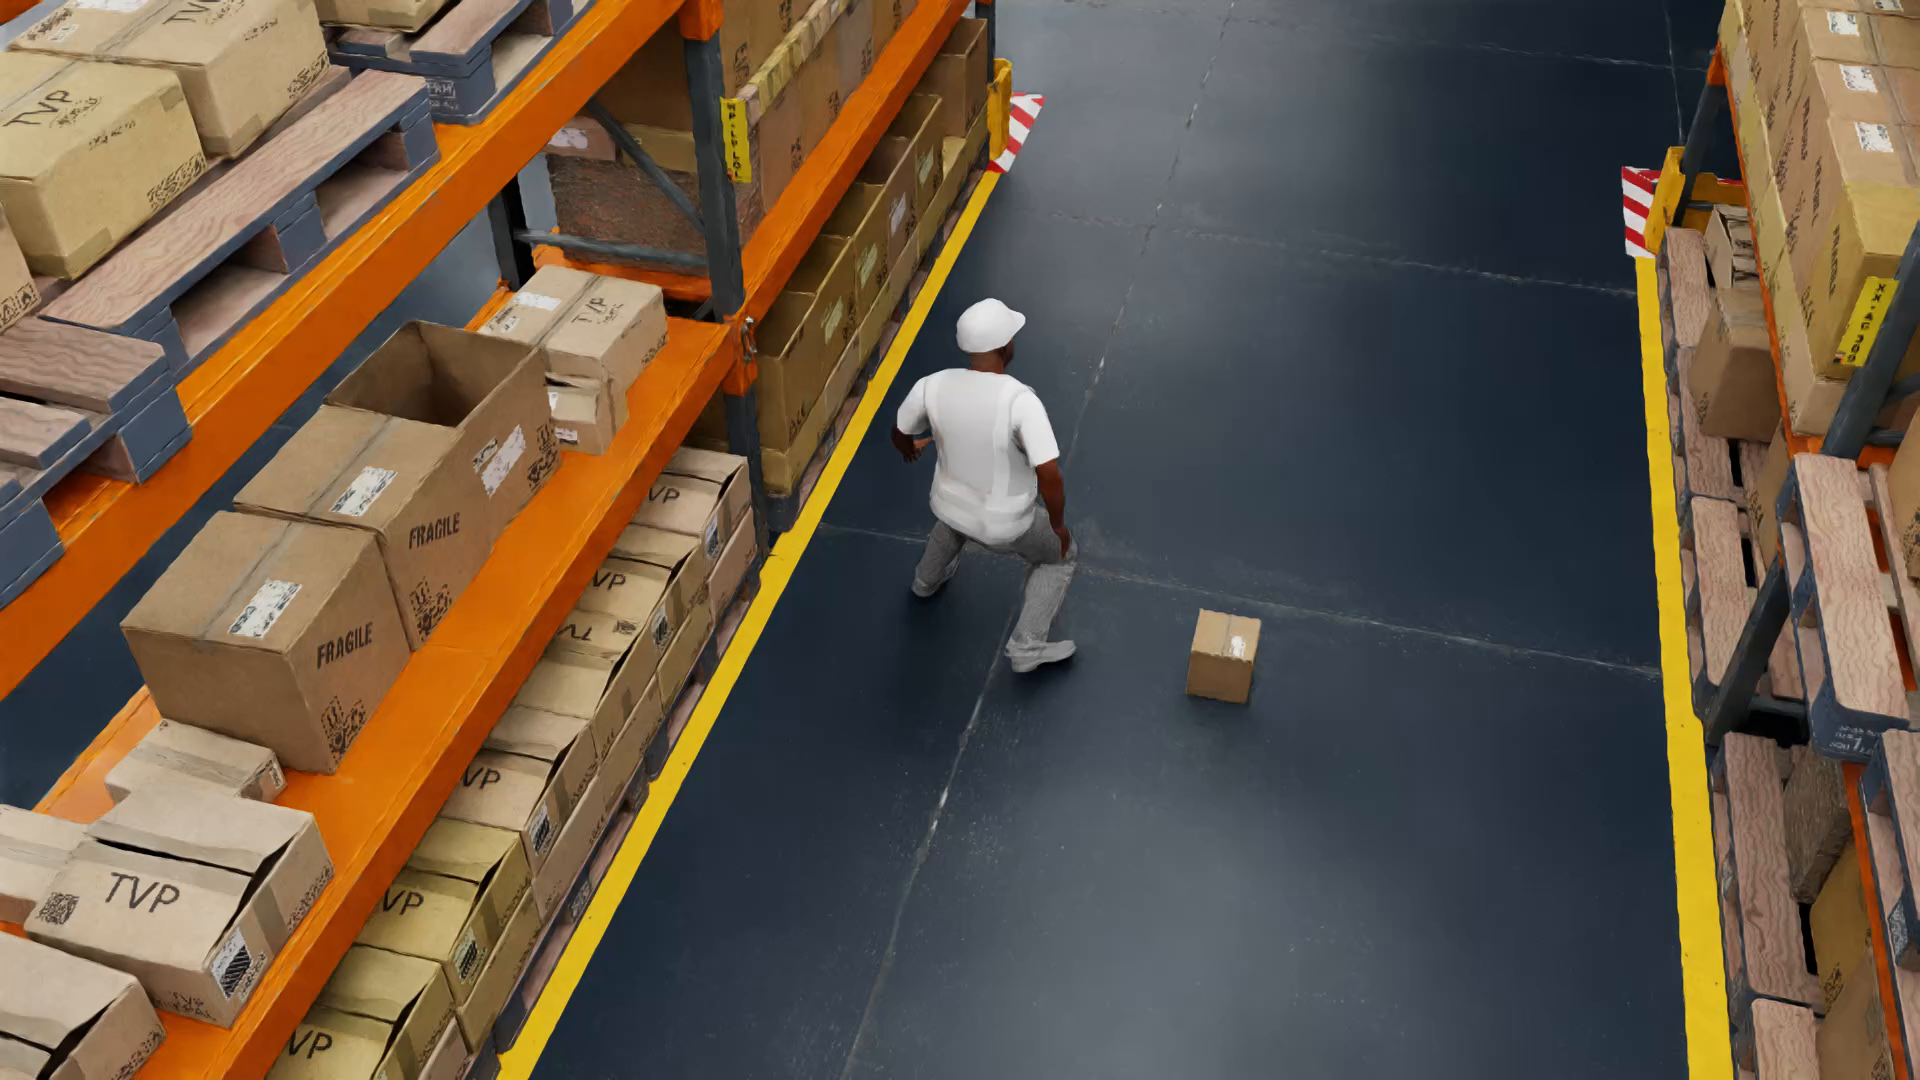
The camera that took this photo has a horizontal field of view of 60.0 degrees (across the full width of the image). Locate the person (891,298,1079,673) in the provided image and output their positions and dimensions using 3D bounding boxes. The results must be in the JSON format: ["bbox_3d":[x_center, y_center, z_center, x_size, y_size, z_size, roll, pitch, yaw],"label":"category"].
[{"bbox_3d":[0.116,-0.239,6.543,0.897,1.614,0.537,27,47,28],"label":"person"}]
